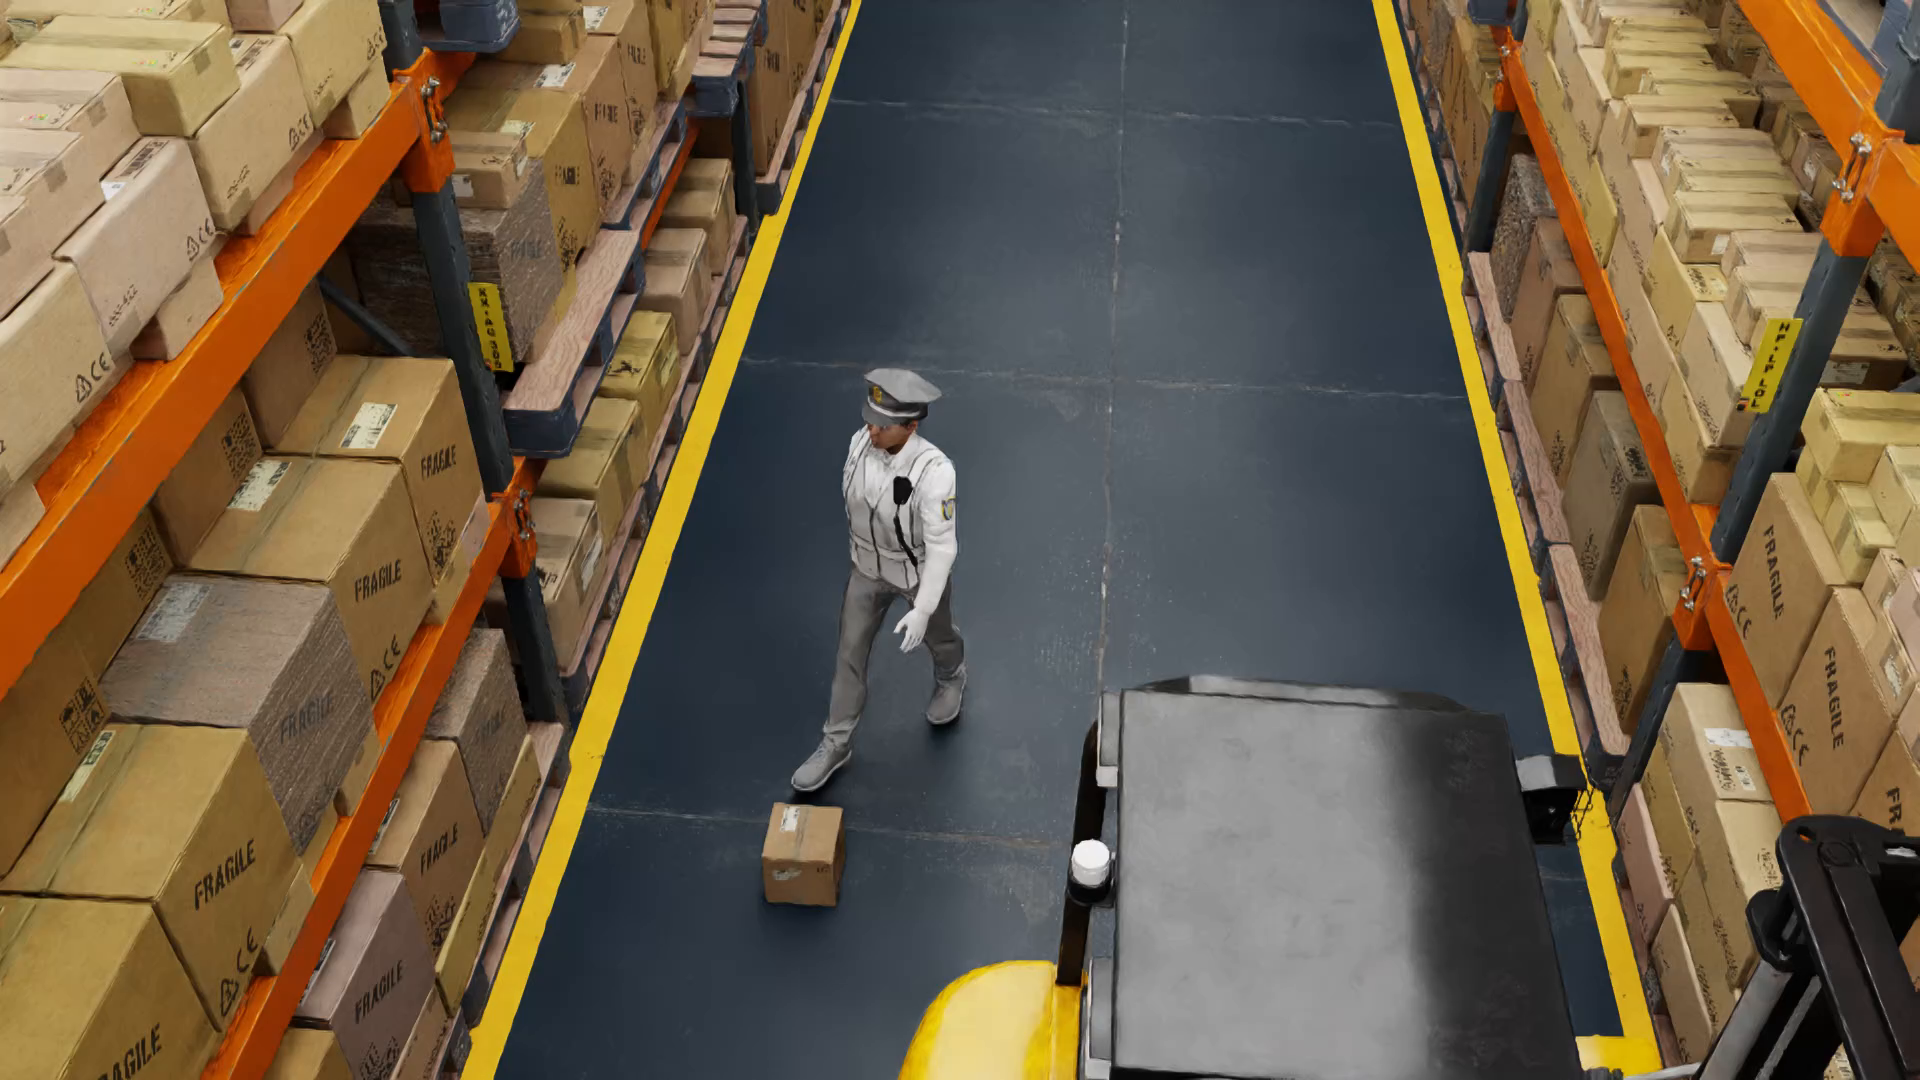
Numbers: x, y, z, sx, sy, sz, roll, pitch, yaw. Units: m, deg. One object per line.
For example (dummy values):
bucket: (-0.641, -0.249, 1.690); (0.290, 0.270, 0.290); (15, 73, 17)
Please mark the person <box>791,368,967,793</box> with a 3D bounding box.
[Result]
person: (-0.267, 0.153, 5.938); (0.529, 1.656, 0.870); (21, 45, 23)
